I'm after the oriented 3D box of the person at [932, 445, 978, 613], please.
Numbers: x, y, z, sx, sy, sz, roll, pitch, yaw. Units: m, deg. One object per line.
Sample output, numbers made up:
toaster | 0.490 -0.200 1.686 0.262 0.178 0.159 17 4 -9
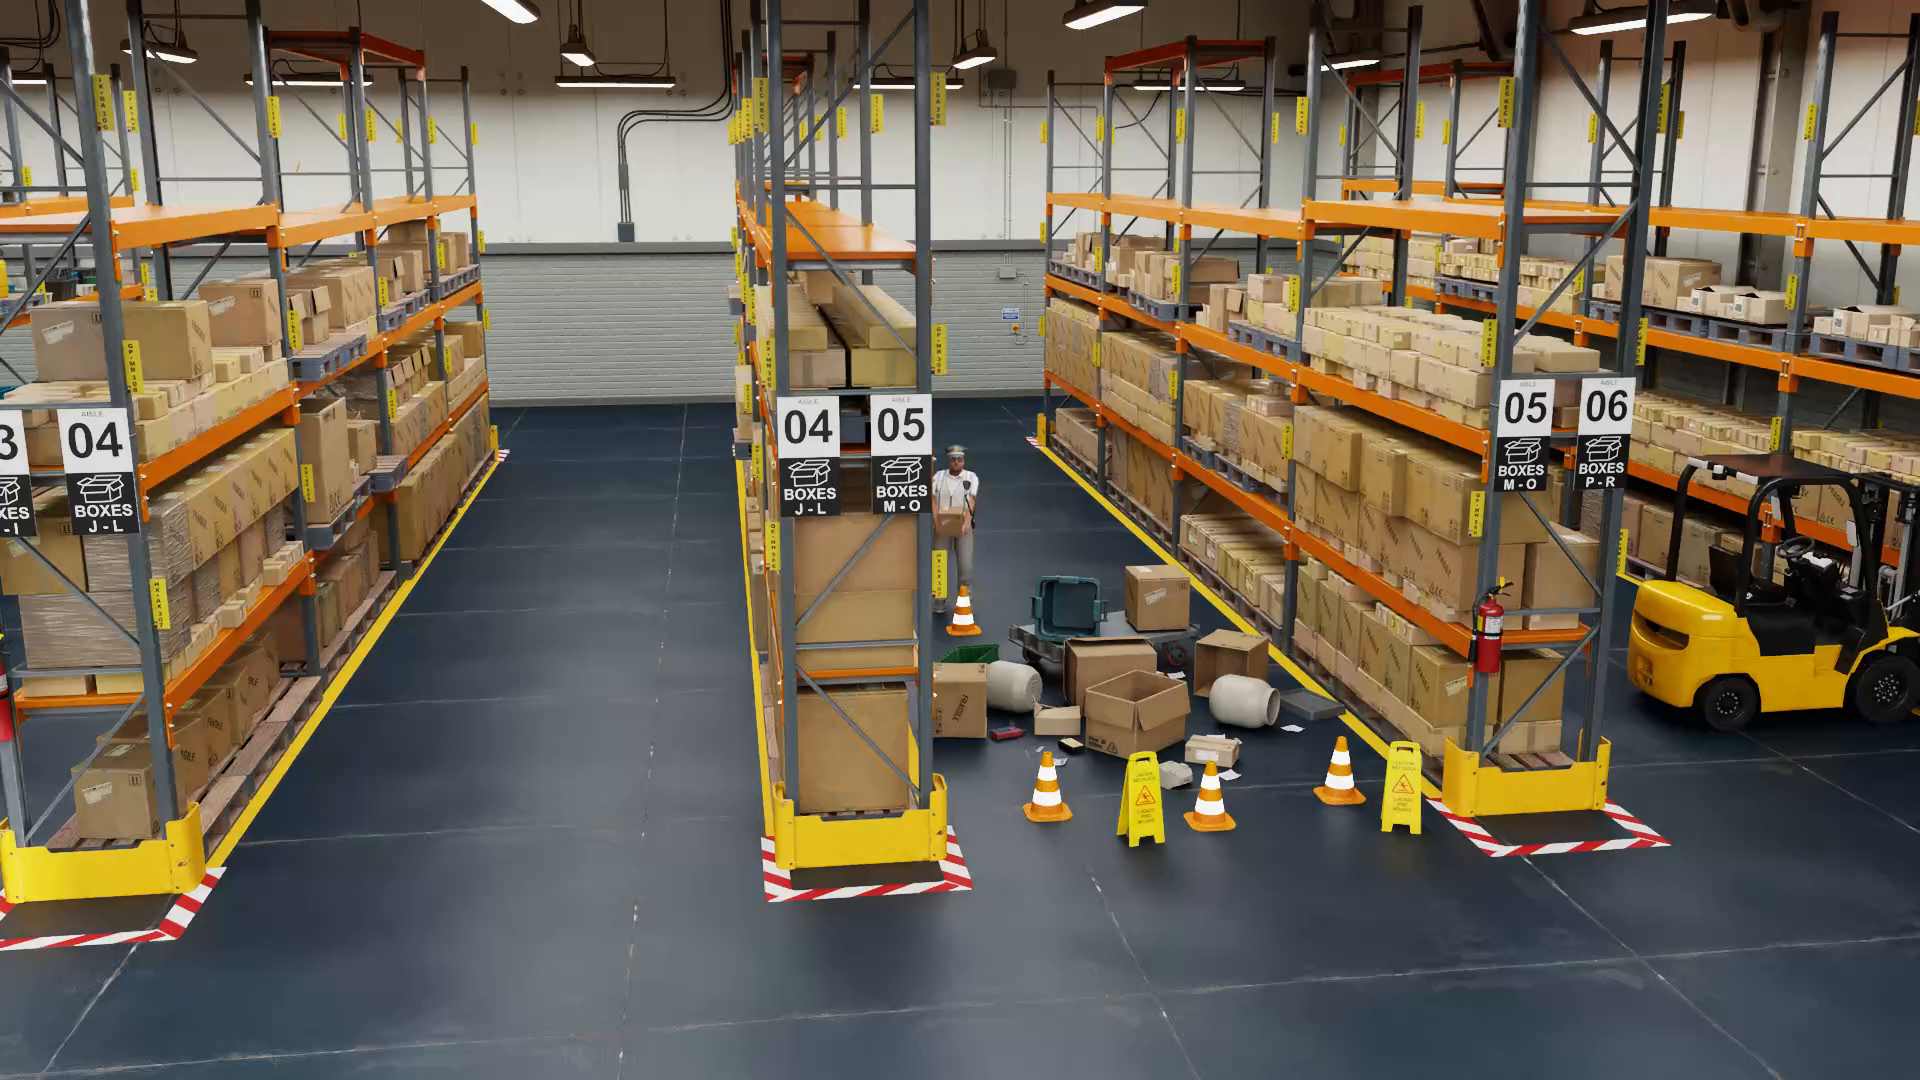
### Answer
person | -0.062 -0.109 17.399 0.494 1.767 0.572 1 13 4
